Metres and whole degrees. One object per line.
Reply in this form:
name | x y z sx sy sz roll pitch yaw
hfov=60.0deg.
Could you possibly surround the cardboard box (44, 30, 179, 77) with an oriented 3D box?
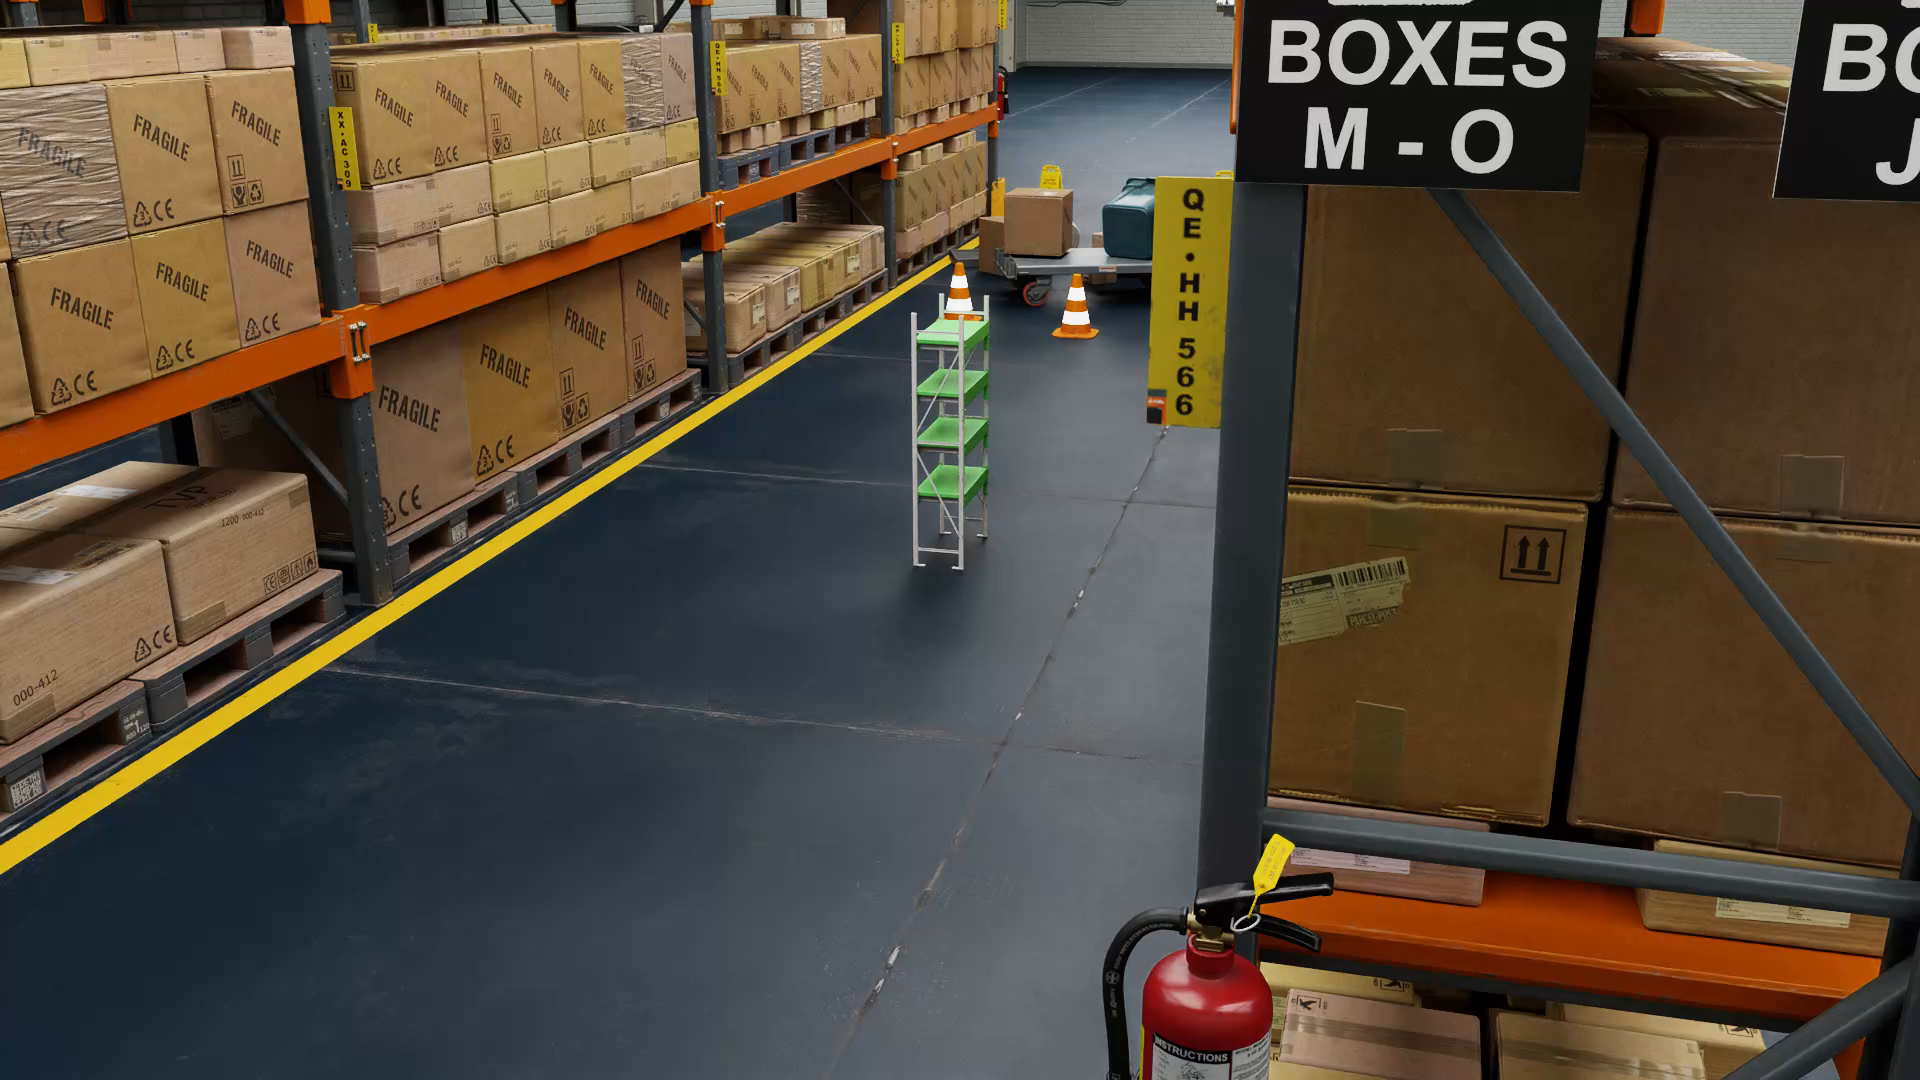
cardboard box | -3.023 -1.725 5.893 0.380 0.149 0.250 5 19 13

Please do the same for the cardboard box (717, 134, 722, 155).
cardboard box | -1.779 -2.592 10.874 0.380 0.149 0.250 4 19 10

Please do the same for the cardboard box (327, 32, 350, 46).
cardboard box | -5.989 -4.764 15.875 0.380 0.149 0.250 4 19 12

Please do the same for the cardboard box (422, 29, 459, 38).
cardboard box | -5.272 -5.051 16.716 0.380 0.149 0.250 5 19 13

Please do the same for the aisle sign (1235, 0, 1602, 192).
aisle sign | 0.523 -0.789 1.835 0.394 0.787 0.004 5 19 13

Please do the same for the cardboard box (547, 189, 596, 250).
cardboard box | -2.256 -1.695 8.741 0.500 0.250 0.500 4 19 12

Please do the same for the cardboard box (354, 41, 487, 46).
cardboard box | -2.776 -2.335 8.681 0.500 0.500 0.500 5 19 14

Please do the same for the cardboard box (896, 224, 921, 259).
cardboard box | -0.655 -2.740 15.172 0.500 0.250 0.500 4 19 11

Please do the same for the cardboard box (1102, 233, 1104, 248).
cardboard box | 1.721 -2.771 15.311 0.797 0.637 0.503 5 19 13

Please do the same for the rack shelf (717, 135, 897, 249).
rack shelf | -1.550 -2.711 12.597 1.077 0.370 4.000 5 19 13

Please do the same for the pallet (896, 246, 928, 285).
pallet | -0.932 -2.572 15.392 1.003 0.211 1.213 5 19 13

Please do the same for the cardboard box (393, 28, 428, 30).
cardboard box | -5.654 -5.164 17.047 0.380 0.149 0.250 5 20 15

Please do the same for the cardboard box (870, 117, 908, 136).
cardboard box | -0.673 -3.633 14.572 0.380 0.149 0.250 5 19 13

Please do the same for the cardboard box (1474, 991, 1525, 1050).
cardboard box | 1.447 1.128 4.006 0.380 0.149 0.250 5 19 14

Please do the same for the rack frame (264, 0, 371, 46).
rack frame | -5.876 -4.069 15.461 1.000 3.000 0.127 5 19 13

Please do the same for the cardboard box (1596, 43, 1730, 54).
cardboard box | 1.835 -1.142 4.728 0.500 0.500 0.500 4 19 12

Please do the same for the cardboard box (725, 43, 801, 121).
cardboard box | -1.461 -3.265 11.842 0.500 0.500 0.500 5 19 14

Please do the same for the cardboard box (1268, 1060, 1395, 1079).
cardboard box | 0.715 1.125 3.094 0.380 0.149 0.250 5 19 14

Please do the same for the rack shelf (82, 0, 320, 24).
rack shelf | -3.505 -1.623 4.771 1.077 0.370 4.000 5 19 13

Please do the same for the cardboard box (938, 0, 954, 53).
cardboard box | -0.449 -4.774 15.362 0.700 0.500 0.500 4 19 12

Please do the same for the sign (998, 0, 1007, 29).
sign | 0.449 -5.580 17.602 0.100 0.325 0.005 5 19 13

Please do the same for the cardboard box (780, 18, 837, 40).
cardboard box | -1.155 -3.905 12.711 0.380 0.149 0.250 4 19 11

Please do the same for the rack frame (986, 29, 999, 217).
rack frame | -0.084 -4.932 17.987 1.000 3.000 0.127 5 19 13

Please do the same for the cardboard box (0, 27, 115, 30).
cardboard box | -3.392 -1.838 6.224 0.380 0.149 0.250 5 19 14

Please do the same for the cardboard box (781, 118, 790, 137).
cardboard box | -1.464 -3.018 12.121 0.380 0.149 0.250 5 20 16

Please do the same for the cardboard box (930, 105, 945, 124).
cardboard box | -0.352 -4.033 15.744 0.380 0.149 0.250 5 19 14

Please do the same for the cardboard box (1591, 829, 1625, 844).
cardboard box | 1.250 0.402 2.758 0.380 0.149 0.250 5 20 15

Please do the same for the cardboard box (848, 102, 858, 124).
cardboard box | -1.029 -3.410 13.270 0.380 0.149 0.250 4 19 12

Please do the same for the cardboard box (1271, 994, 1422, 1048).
cardboard box | 0.809 1.101 3.625 0.380 0.149 0.250 4 19 11

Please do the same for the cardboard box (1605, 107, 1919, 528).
cardboard box | 1.199 -0.339 2.378 0.500 0.500 0.500 5 19 13

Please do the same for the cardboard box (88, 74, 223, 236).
cardboard box | -2.995 -1.363 5.837 0.500 0.500 0.500 4 19 13

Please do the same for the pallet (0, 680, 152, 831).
pallet | -3.574 0.764 5.623 1.003 0.211 1.213 5 19 13

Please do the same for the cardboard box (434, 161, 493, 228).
cardboard box | -2.535 -1.618 7.742 0.500 0.250 0.500 5 19 14

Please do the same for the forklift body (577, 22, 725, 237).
forklift body | -3.592 -4.183 17.106 2.313 2.155 1.214 5 19 13

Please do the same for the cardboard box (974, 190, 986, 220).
cardboard box | -0.027 -3.548 17.537 0.500 0.250 0.500 5 19 13

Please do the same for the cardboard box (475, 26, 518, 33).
cardboard box | -4.982 -5.453 17.893 0.380 0.149 0.250 5 19 14

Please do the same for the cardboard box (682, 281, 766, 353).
cardboard box | -1.891 -1.556 11.519 0.950 0.372 0.625 3 19 10

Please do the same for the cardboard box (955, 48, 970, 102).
cardboard box | -0.202 -4.615 16.444 0.500 0.500 0.500 5 19 13

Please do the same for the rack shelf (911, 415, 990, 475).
rack shelf | -0.040 -0.455 7.862 0.258 0.148 0.480 5 19 13

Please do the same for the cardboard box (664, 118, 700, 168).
cardboard box | -1.911 -2.418 10.086 0.500 0.250 0.500 5 19 13

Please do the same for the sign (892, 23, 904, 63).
sign | -0.522 -4.184 14.004 0.100 0.325 0.005 5 19 13

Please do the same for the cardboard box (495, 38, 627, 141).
cardboard box | -2.157 -2.446 9.006 0.500 0.500 0.500 5 19 13

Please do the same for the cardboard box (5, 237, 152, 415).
cardboard box | -3.110 -0.732 5.536 0.500 0.500 0.500 4 19 13

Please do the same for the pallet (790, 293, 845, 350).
pallet | -1.546 -1.731 12.929 1.003 0.211 1.213 5 19 13

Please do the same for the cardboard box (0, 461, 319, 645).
cardboard box | -3.273 0.031 6.770 0.875 0.438 0.875 4 19 13

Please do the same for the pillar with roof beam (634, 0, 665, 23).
pillar with roof beam | -0.302 -9.556 22.241 9.100 9.000 0.400 5 19 13

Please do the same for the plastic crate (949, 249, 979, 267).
plastic crate | 0.117 -2.724 16.039 0.402 0.080 0.583 -2 19 -6

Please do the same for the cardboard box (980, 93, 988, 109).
cardboard box | 0.078 -4.591 17.377 0.380 0.149 0.250 4 19 13

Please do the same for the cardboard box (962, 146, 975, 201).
cardboard box | -0.151 -3.749 16.967 0.500 0.500 0.500 5 20 15

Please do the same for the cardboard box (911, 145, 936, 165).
cardboard box | -0.443 -3.597 15.519 0.380 0.149 0.250 5 20 15

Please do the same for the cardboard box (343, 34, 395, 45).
cardboard box | -5.510 -4.641 15.515 0.380 0.149 0.250 5 20 14

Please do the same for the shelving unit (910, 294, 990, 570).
shelving unit | -0.040 -0.516 7.842 0.258 1.200 0.503 5 19 13
